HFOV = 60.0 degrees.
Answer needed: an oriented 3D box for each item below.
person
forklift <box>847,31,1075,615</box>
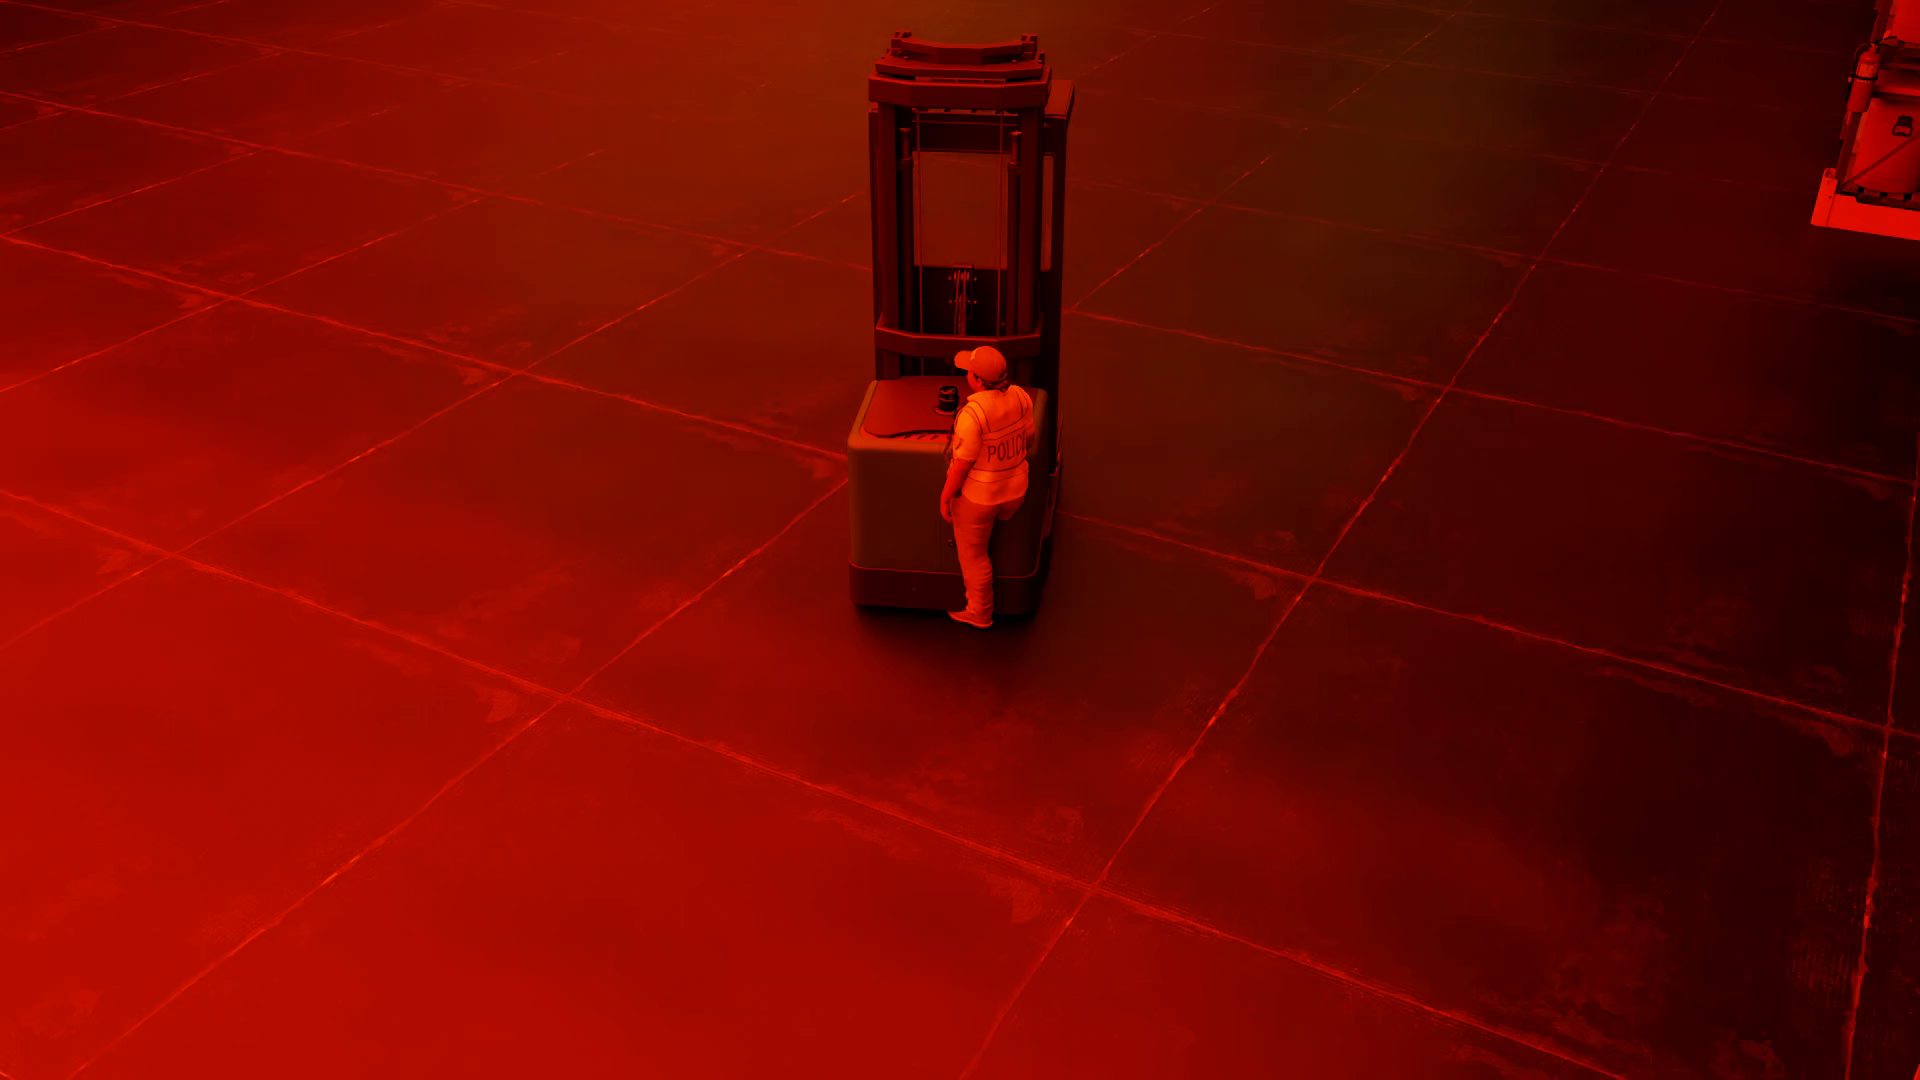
[{"bbox_3d":[0.105,-0.300,8.841,0.597,1.670,0.529,-23,37,-34],"label":"person"},{"bbox_3d":[0.072,-1.572,9.794,1.130,2.935,3.031,3,30,6],"label":"forklift"}]
